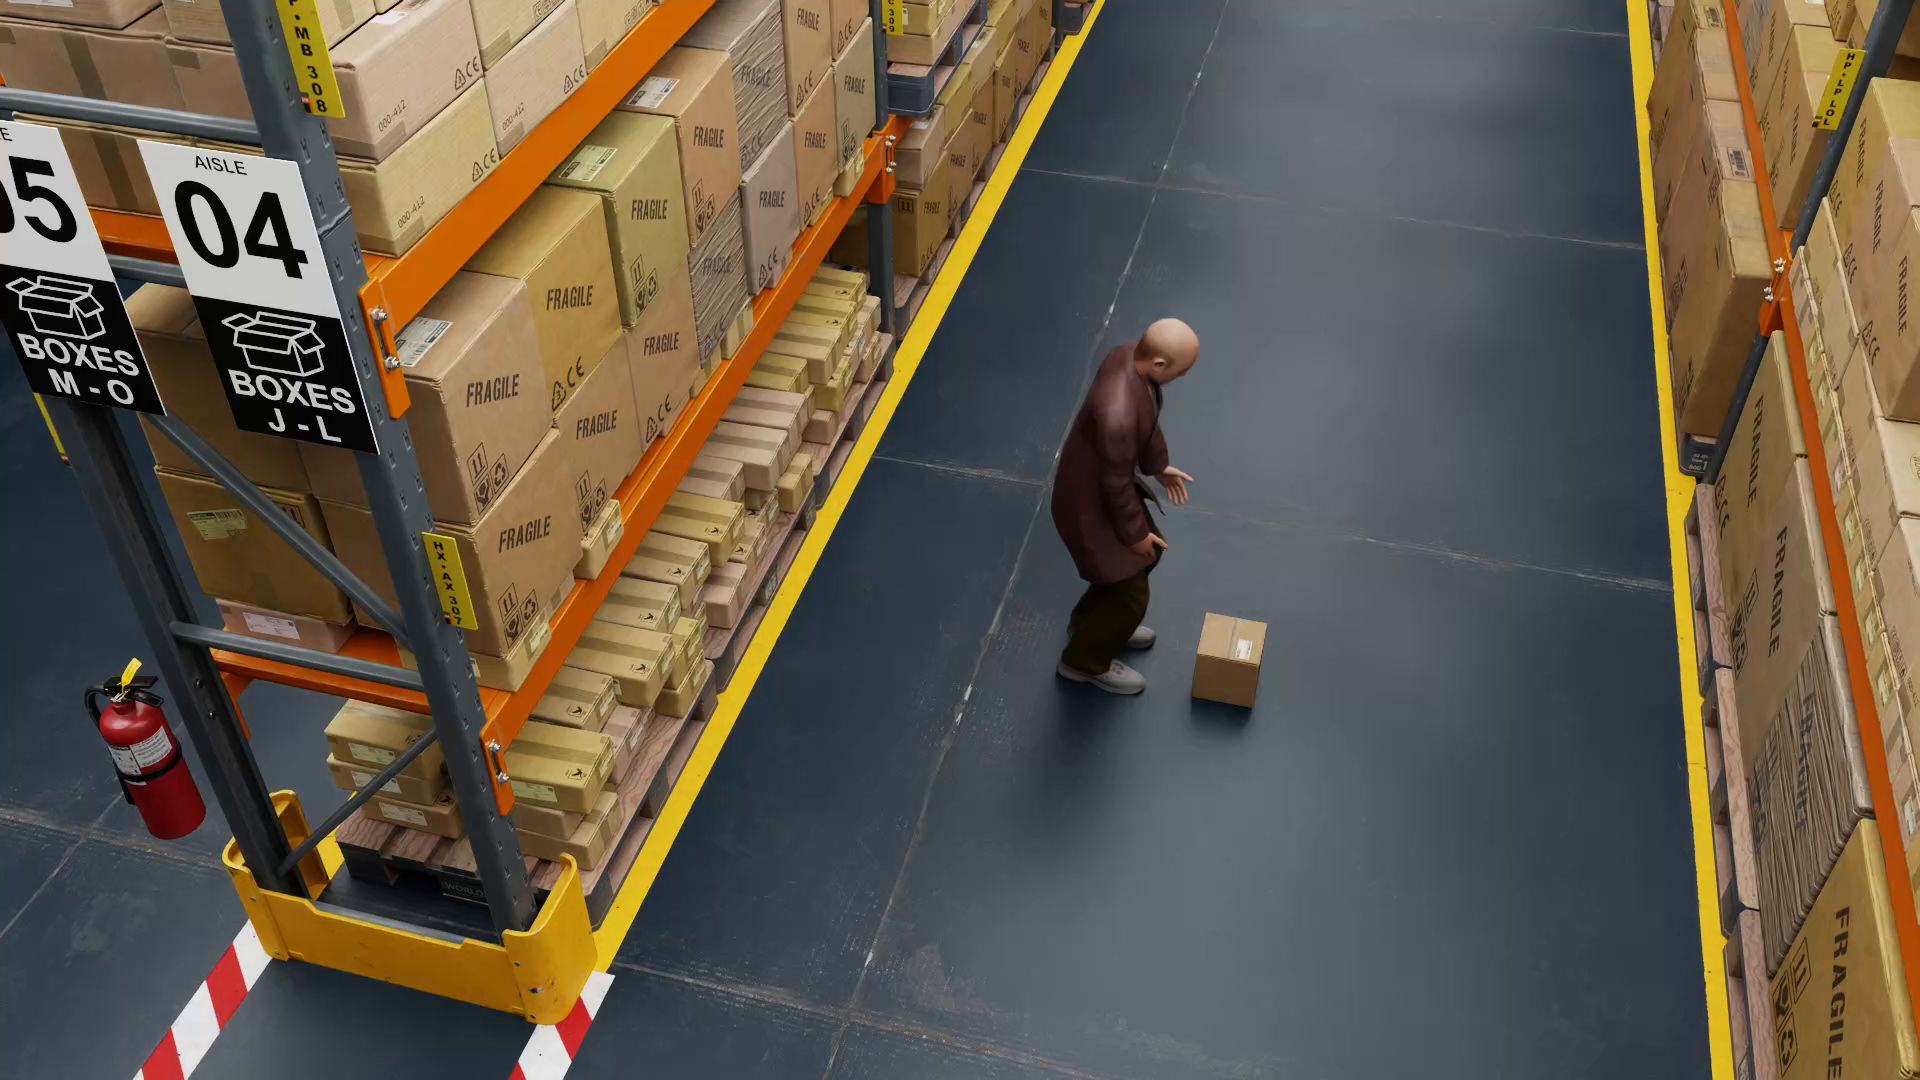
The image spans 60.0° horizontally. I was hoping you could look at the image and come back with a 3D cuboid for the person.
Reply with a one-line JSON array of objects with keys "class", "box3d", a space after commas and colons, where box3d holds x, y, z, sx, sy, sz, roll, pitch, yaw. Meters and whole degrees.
[{"class": "person", "box3d": [0.618, -0.157, 6.443, 0.503, 1.672, 0.607, 11, 42, 12]}]
